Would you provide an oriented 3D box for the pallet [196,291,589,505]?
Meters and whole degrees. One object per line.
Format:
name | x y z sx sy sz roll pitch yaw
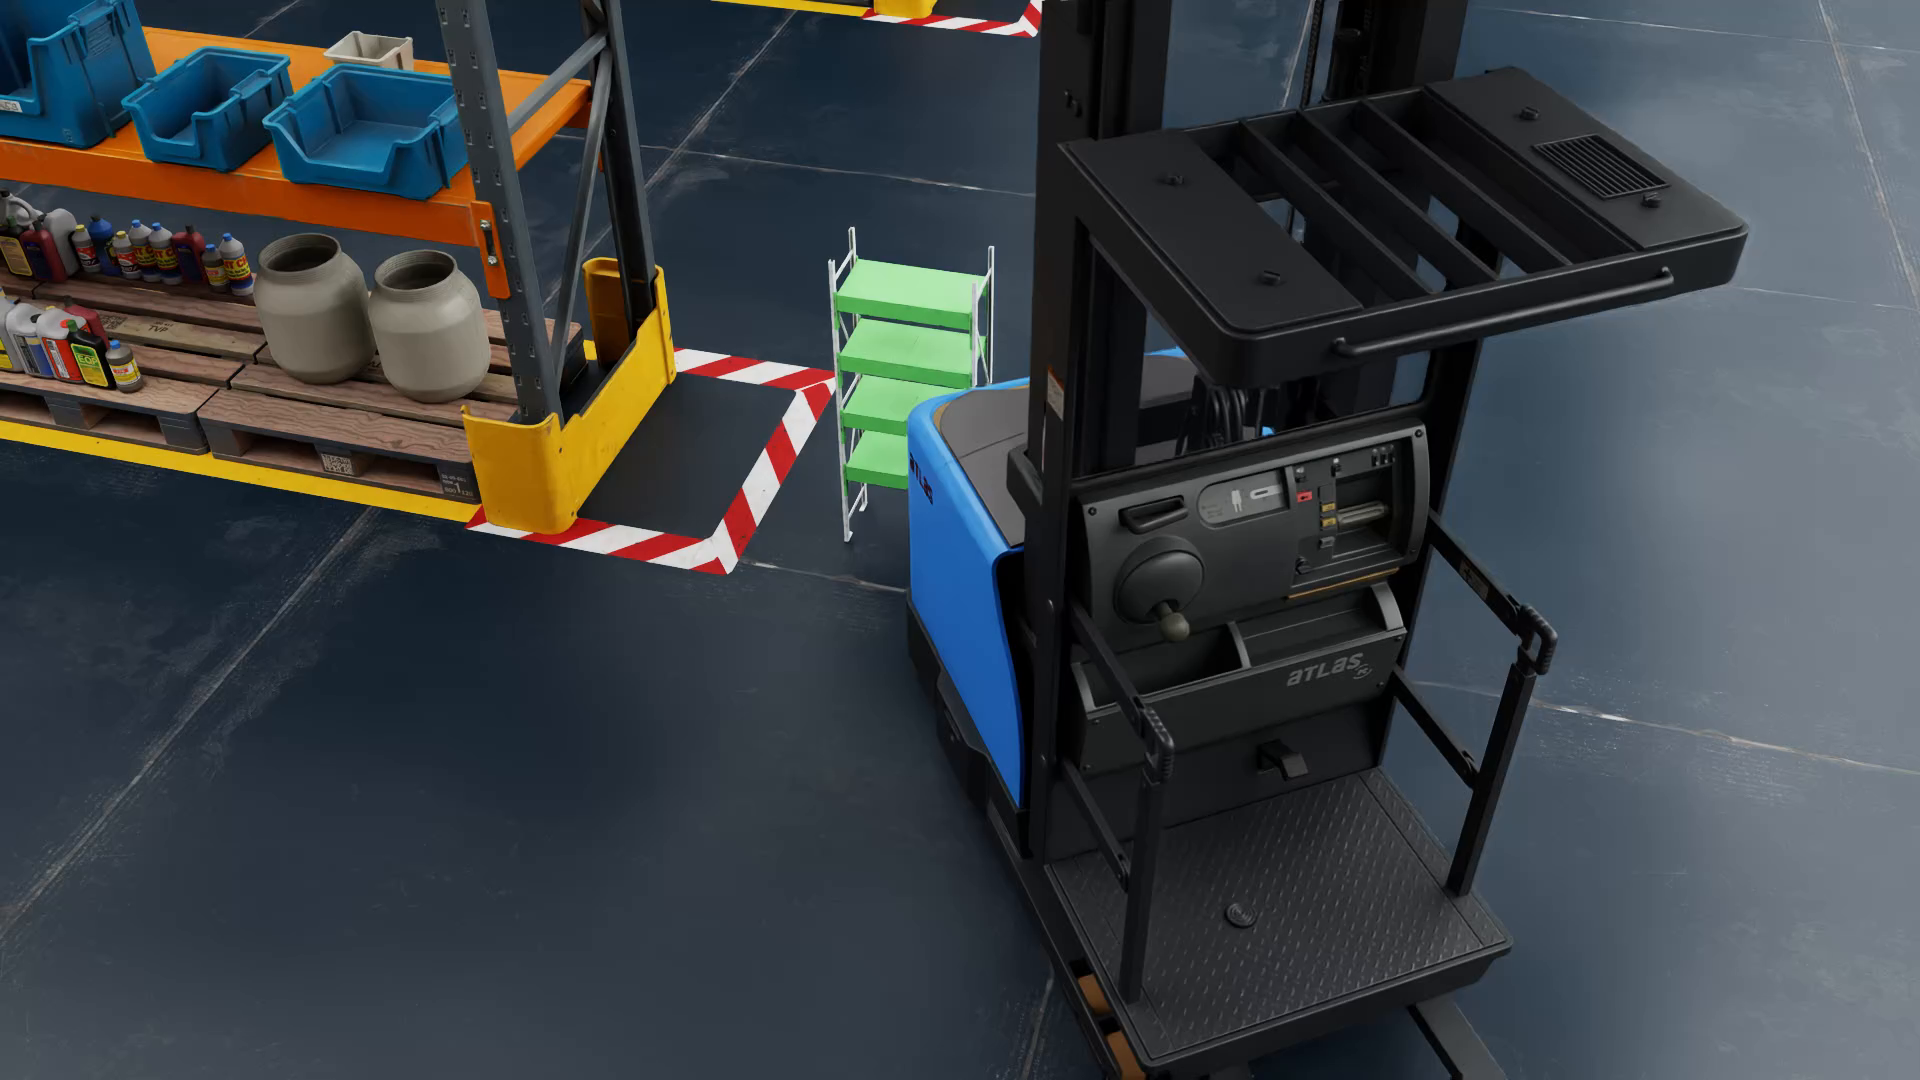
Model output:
pallet | -2.295 -0.620 6.824 1.213 0.211 1.003 10 41 11

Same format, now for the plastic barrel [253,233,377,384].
plastic barrel | -2.565 -0.919 6.620 0.421 0.512 0.421 0 40 0

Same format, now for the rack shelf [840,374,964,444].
rack shelf | -0.160 -0.438 5.938 0.480 0.148 0.258 10 41 11

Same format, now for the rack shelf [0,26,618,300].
rack shelf | -3.358 -1.623 6.409 4.000 0.370 1.077 10 41 11

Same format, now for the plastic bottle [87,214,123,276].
plastic bottle | -3.720 -1.292 7.235 0.097 0.271 0.097 0 40 0

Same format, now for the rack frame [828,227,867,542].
rack frame | -0.396 -0.528 5.945 0.015 1.200 0.240 10 41 11

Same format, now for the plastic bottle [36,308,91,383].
plastic bottle | -3.550 -0.783 6.626 0.135 0.276 0.152 10 41 12

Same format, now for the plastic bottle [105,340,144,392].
plastic bottle | -3.313 -0.696 6.580 0.097 0.201 0.097 0 40 0

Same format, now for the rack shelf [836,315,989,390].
rack shelf | -0.160 -0.622 5.784 0.480 0.148 0.258 10 41 11

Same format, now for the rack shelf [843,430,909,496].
rack shelf | -0.160 -0.254 6.092 0.480 0.148 0.258 10 41 11

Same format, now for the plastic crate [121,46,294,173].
plastic crate | -2.612 -1.518 5.840 0.408 0.251 0.499 10 41 11

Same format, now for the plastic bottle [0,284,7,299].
plastic bottle | -4.010 -0.958 6.835 0.135 0.276 0.152 10 41 11

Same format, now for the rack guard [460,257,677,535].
rack guard | -1.511 -0.592 6.566 0.348 0.500 1.175 10 41 11

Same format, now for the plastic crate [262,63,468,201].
plastic crate | -1.987 -1.406 5.708 0.616 0.251 0.499 10 41 11

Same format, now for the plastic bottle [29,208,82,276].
plastic bottle | -3.940 -1.313 7.257 0.135 0.276 0.152 10 41 12

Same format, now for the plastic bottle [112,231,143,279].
plastic bottle | -3.620 -1.248 7.237 0.097 0.201 0.097 0 40 0

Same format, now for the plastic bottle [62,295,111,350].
plastic bottle | -3.523 -0.852 6.702 0.133 0.283 0.061 10 41 11

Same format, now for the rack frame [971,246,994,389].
rack frame | 0.076 -0.446 5.849 0.015 1.200 0.240 10 41 11

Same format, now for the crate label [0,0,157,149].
crate label | -3.274 -1.717 5.935 0.616 0.435 0.502 10 41 11

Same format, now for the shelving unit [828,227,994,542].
shelving unit | -0.160 -0.487 5.897 0.503 1.200 0.258 10 41 11

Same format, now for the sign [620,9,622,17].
sign | -1.279 -2.013 6.099 0.005 0.325 0.100 10 41 11

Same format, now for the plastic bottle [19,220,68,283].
plastic bottle | -3.967 -1.250 7.176 0.133 0.283 0.061 10 41 11

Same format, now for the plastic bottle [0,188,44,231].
plastic bottle | -4.096 -1.371 7.268 0.185 0.351 0.144 10 41 11

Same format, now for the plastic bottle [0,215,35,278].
plastic bottle | -4.097 -1.278 7.209 0.133 0.283 0.061 10 41 11

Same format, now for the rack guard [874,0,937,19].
rack guard | -0.219 -3.698 10.265 0.348 0.500 1.175 10 41 11

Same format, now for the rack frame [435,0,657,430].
rack frame | -1.426 -1.566 5.782 0.127 3.000 1.000 10 41 11

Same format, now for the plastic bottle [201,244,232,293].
plastic bottle | -3.197 -1.175 7.150 0.097 0.201 0.097 0 40 0

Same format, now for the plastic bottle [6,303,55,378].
plastic bottle | -3.684 -0.806 6.653 0.135 0.276 0.152 9 41 10

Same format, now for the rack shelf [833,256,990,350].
rack shelf | -0.160 -0.806 5.629 0.480 0.148 0.258 10 41 11

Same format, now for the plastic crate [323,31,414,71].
plastic crate | -2.207 -1.814 6.282 0.250 0.136 0.298 10 41 11

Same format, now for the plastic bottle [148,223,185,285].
plastic bottle | -3.428 -1.242 7.175 0.097 0.271 0.097 0 40 0

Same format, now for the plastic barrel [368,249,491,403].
plastic barrel | -2.081 -0.836 6.521 0.421 0.512 0.421 0 40 0

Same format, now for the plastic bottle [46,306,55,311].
plastic bottle | -3.669 -0.858 6.773 0.097 0.201 0.097 0 40 0

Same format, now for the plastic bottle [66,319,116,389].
plastic bottle | -3.431 -0.735 6.563 0.133 0.283 0.061 11 41 12

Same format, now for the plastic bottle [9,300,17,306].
plastic bottle | -3.856 -0.885 6.805 0.097 0.201 0.097 0 40 0

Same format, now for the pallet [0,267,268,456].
pallet | -3.470 -0.824 7.067 1.213 0.211 1.003 10 41 11

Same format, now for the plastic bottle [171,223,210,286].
plastic bottle | -3.311 -1.238 7.162 0.133 0.283 0.061 10 41 12

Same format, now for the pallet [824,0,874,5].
pallet | -0.994 -3.745 10.545 1.213 0.211 1.003 10 41 11

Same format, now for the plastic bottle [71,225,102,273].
plastic bottle | -3.819 -1.282 7.278 0.097 0.201 0.097 0 40 0

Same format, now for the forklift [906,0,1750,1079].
forklift | 0.807 0.057 3.903 1.130 2.935 3.031 -13 42 -15

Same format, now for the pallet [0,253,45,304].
pallet | -4.652 -1.025 7.307 1.213 0.211 1.003 10 41 11

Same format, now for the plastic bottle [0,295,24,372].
plastic bottle | -3.845 -0.860 6.659 0.185 0.351 0.144 11 41 13

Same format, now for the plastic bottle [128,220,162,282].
plastic bottle | -3.524 -1.258 7.195 0.097 0.271 0.097 0 40 0

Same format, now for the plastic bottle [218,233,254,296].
plastic bottle | -3.097 -1.185 7.107 0.097 0.271 0.097 0 40 0
